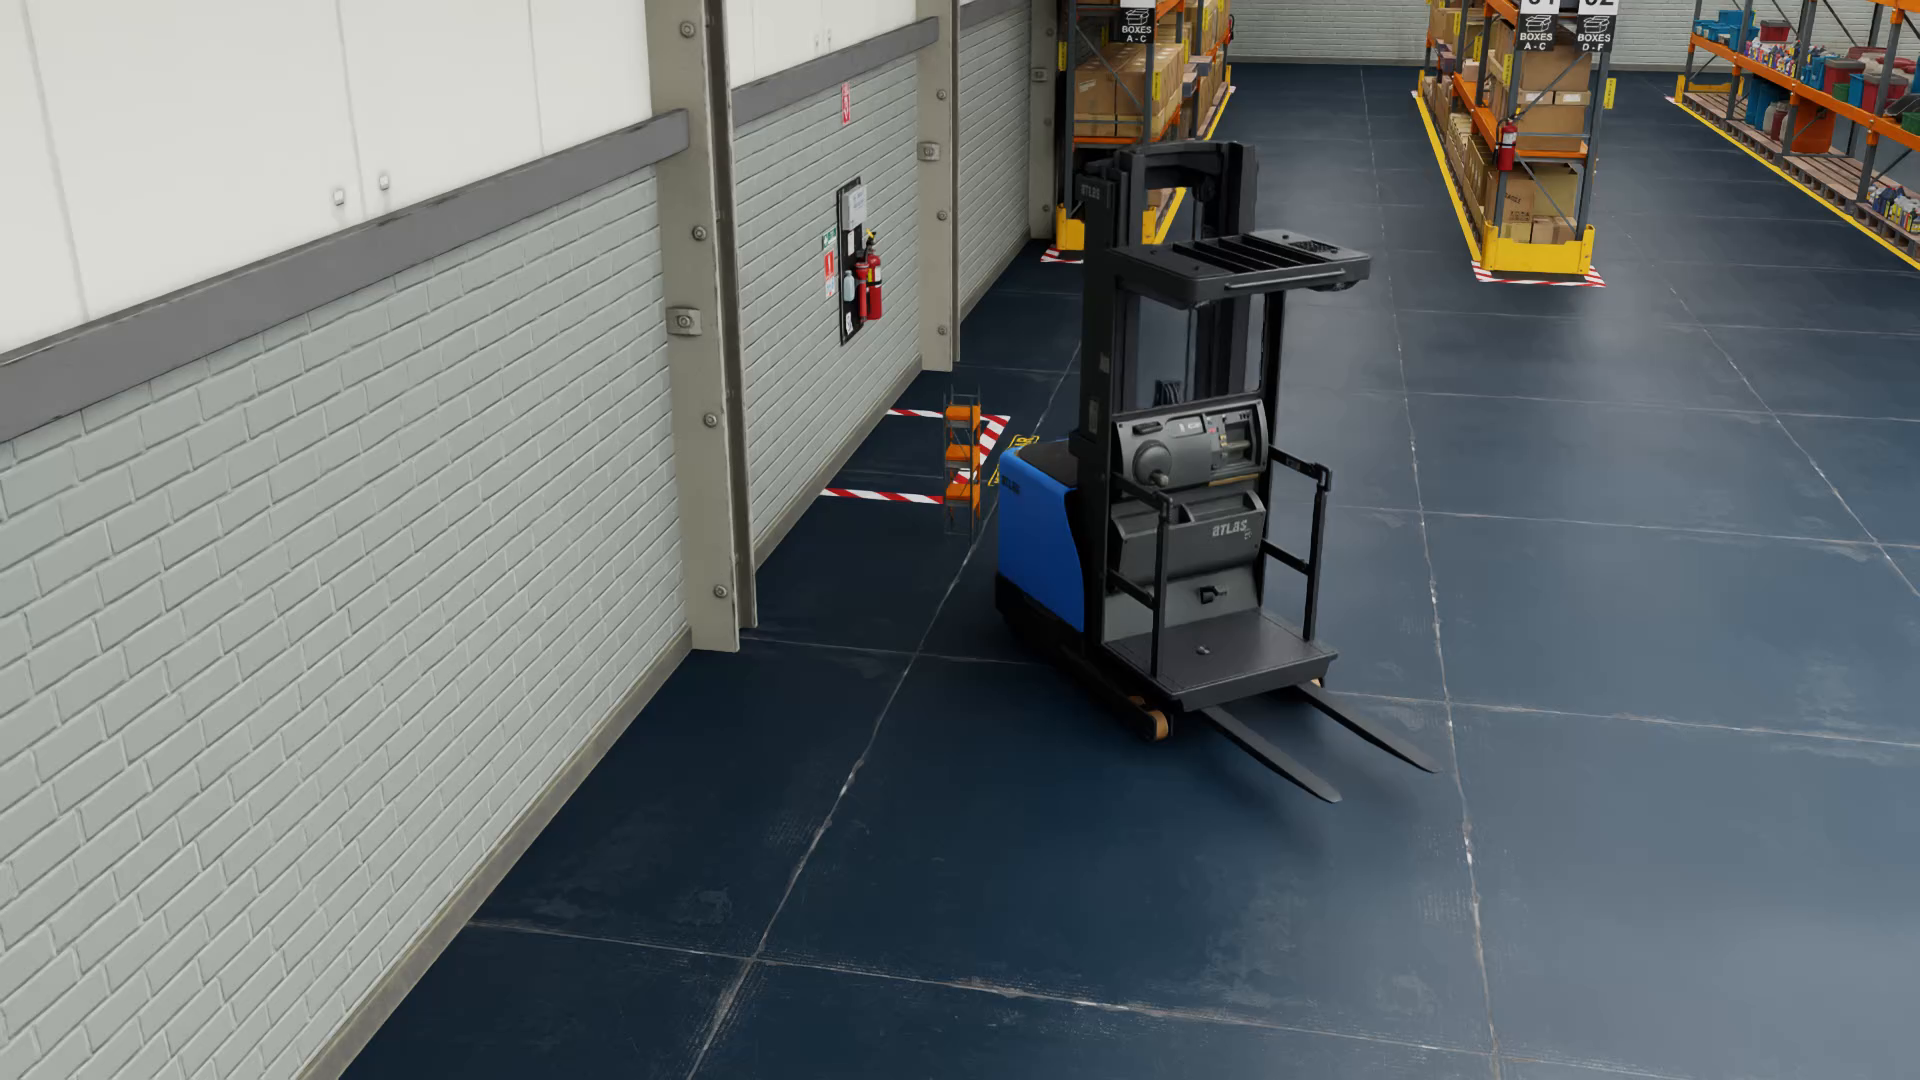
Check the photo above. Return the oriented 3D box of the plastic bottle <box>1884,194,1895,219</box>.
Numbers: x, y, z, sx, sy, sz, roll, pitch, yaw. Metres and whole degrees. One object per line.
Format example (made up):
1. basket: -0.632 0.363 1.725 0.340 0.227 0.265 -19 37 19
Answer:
1. plastic bottle: 11.567 -4.147 20.682 0.061 0.283 0.133 5 23 13

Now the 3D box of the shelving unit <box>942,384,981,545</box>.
1. shelving unit: 0.011 -0.507 11.206 0.215 1.050 0.252 4 22 11

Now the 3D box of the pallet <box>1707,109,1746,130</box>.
1. pallet: 13.996 -7.497 29.686 1.003 0.211 1.213 4 22 11

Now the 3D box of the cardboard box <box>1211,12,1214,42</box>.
1. cardboard box: 4.132 -8.909 28.900 0.500 0.500 0.500 4 22 11

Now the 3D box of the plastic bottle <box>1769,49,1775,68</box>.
1. plastic bottle: 13.030 -7.716 26.654 0.061 0.283 0.133 4 22 11

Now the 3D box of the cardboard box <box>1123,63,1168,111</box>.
1. cardboard box: 2.238 -5.504 20.176 0.500 0.500 0.500 5 22 11

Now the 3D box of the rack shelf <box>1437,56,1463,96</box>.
1. rack shelf: 8.627 -7.832 27.749 1.077 0.370 4.000 4 22 11

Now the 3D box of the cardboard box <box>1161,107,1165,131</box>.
1. cardboard box: 2.239 -5.170 20.349 0.500 0.250 0.500 4 22 9

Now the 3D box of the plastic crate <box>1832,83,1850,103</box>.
1. plastic crate: 12.330 -6.153 22.899 0.450 0.188 0.662 4 22 11

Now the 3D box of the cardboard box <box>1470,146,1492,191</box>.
1. cardboard box: 6.798 -4.727 21.191 0.500 0.500 0.500 4 22 11

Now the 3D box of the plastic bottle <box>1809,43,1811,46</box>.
1. plastic bottle: 13.979 -8.067 27.434 0.144 0.351 0.185 4 22 11

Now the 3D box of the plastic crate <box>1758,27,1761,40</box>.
1. plastic crate: 14.375 -9.036 29.852 0.437 0.282 0.530 4 22 11

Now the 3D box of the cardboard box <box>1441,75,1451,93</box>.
1. cardboard box: 8.494 -7.766 28.374 0.500 0.250 0.500 5 22 11

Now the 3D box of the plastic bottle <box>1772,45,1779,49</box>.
1. plastic bottle: 13.376 -7.970 27.295 0.152 0.276 0.135 4 22 11

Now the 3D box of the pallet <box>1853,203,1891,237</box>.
1. pallet: 12.073 -4.057 21.144 1.003 0.211 1.213 4 22 11

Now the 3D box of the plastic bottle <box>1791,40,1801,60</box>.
1. plastic bottle: 13.837 -8.078 27.462 0.144 0.351 0.185 4 22 11

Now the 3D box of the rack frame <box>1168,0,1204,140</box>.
1. rack frame: 3.369 -7.811 26.732 1.000 3.000 0.127 4 22 11

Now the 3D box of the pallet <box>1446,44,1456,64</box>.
1. pallet: 8.611 -8.057 27.601 1.003 0.211 1.213 4 22 11

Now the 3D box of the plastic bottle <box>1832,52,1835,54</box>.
1. plastic bottle: 13.752 -7.554 26.252 0.061 0.283 0.133 4 22 11

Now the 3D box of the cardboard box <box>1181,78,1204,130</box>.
1. cardboard box: 3.647 -7.267 27.699 0.750 0.750 0.750 4 22 10

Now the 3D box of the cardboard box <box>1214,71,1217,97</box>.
1. cardboard box: 4.544 -8.758 31.869 0.700 0.500 0.500 4 22 10

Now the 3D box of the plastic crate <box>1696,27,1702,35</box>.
1. plastic crate: 14.180 -9.711 31.722 0.250 0.136 0.298 4 22 11

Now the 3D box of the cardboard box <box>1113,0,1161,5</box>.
1. cardboard box: 2.049 -6.435 19.141 0.500 0.500 0.500 5 22 12

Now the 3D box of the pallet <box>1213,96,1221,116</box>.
1. pallet: 4.417 -8.252 31.561 1.003 0.211 1.213 4 22 11

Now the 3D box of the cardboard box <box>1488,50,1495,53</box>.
1. cardboard box: 7.892 -6.866 24.253 0.500 0.500 0.500 3 22 8

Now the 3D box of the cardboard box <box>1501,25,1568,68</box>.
1. cardboard box: 7.114 -6.089 20.587 0.700 0.500 0.500 4 22 11

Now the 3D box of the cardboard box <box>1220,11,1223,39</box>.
1. cardboard box: 4.466 -9.877 31.460 0.980 0.700 0.700 4 22 10

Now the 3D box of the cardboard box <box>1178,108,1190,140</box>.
1. cardboard box: 3.273 -6.588 26.454 0.700 0.500 0.500 5 22 12

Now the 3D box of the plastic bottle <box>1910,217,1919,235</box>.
1. plastic bottle: 11.380 -3.741 19.784 0.097 0.201 0.097 0 22 0

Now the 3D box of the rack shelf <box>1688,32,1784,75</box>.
1. rack shelf: 14.292 -8.916 30.440 1.077 0.370 4.000 4 22 11

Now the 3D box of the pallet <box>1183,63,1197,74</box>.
1. pallet: 3.005 -6.995 24.963 1.003 0.211 1.213 4 22 11

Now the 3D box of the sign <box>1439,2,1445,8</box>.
1. sign: 8.502 -9.338 29.365 0.100 0.325 0.005 4 22 11

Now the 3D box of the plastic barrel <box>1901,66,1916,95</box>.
1. plastic barrel: 12.661 -5.989 22.027 0.433 0.535 0.433 0 22 0

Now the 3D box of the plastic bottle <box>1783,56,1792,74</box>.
1. plastic bottle: 12.860 -7.373 25.817 0.097 0.271 0.097 0 22 0

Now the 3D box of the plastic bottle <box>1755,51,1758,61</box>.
1. plastic bottle: 13.251 -8.041 27.569 0.097 0.201 0.097 0 22 0

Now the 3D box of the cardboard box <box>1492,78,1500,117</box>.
1. cardboard box: 7.217 -5.662 21.263 0.700 0.500 0.500 4 22 10

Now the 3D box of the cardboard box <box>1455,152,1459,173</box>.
1. cardboard box: 7.412 -5.437 23.956 0.500 0.250 0.500 5 22 12

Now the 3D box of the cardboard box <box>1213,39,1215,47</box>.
1. cardboard box: 4.365 -8.927 29.814 0.380 0.149 0.250 5 22 12

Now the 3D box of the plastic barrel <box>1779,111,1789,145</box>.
1. plastic barrel: 13.178 -6.490 26.221 0.421 0.512 0.421 0 22 0

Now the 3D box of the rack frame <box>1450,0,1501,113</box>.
1. rack frame: 8.219 -7.435 25.798 1.000 3.000 0.127 4 22 11

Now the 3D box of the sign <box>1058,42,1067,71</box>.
1. sign: 1.197 -5.618 19.316 0.100 0.325 0.005 4 22 11

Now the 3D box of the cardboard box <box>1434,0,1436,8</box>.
1. cardboard box: 9.296 -10.354 31.575 0.500 0.500 0.500 5 22 12

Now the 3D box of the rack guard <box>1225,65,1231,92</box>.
1. rack guard: 5.006 -9.586 34.486 1.175 0.500 0.348 4 22 11

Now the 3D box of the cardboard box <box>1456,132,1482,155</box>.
1. cardboard box: 7.409 -5.694 23.845 0.500 0.311 0.500 4 22 11

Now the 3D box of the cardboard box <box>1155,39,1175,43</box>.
1. cardboard box: 2.690 -6.782 23.455 0.700 0.500 0.500 5 22 11

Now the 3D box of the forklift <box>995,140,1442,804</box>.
1. forklift: 1.336 -0.491 8.650 1.130 2.935 3.031 -11 24 -25

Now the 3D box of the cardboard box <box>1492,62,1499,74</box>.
1. cardboard box: 7.056 -6.049 21.356 0.380 0.149 0.250 4 22 10

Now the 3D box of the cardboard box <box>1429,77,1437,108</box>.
1. cardboard box: 8.874 -8.172 30.386 0.500 0.500 0.500 4 22 11

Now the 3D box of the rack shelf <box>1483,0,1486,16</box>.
1. rack shelf: 7.811 -7.761 23.556 1.077 0.370 4.000 4 22 11

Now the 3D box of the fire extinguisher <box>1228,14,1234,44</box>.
1. fire extinguisher: 5.484 -10.548 34.131 0.296 0.674 0.183 4 22 11

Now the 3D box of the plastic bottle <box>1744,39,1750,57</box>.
1. plastic bottle: 13.391 -8.363 28.259 0.061 0.283 0.133 4 22 11

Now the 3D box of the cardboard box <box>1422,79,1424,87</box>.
1. cardboard box: 9.429 -9.115 33.198 0.380 0.149 0.250 4 22 11

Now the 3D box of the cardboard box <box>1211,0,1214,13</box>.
1. cardboard box: 4.122 -9.252 28.748 0.500 0.250 0.500 5 22 12

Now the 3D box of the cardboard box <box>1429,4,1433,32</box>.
1. cardboard box: 9.503 -10.265 32.691 0.500 0.500 0.500 5 22 12

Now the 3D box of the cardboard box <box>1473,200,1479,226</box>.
1. cardboard box: 6.597 -4.014 20.422 0.500 0.250 0.500 4 22 11

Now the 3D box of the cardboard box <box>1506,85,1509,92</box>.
1. cardboard box: 6.689 -5.388 19.714 0.380 0.149 0.250 5 23 13

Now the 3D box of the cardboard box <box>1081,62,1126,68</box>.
1. cardboard box: 1.737 -5.545 20.276 0.500 0.500 0.500 5 22 12

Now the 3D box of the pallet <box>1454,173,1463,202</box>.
1. pallet: 7.515 -4.951 23.363 1.003 0.211 1.213 4 22 11

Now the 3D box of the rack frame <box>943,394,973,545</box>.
1. rack frame: -0.014 -0.462 11.095 0.200 1.050 0.008 4 22 11
